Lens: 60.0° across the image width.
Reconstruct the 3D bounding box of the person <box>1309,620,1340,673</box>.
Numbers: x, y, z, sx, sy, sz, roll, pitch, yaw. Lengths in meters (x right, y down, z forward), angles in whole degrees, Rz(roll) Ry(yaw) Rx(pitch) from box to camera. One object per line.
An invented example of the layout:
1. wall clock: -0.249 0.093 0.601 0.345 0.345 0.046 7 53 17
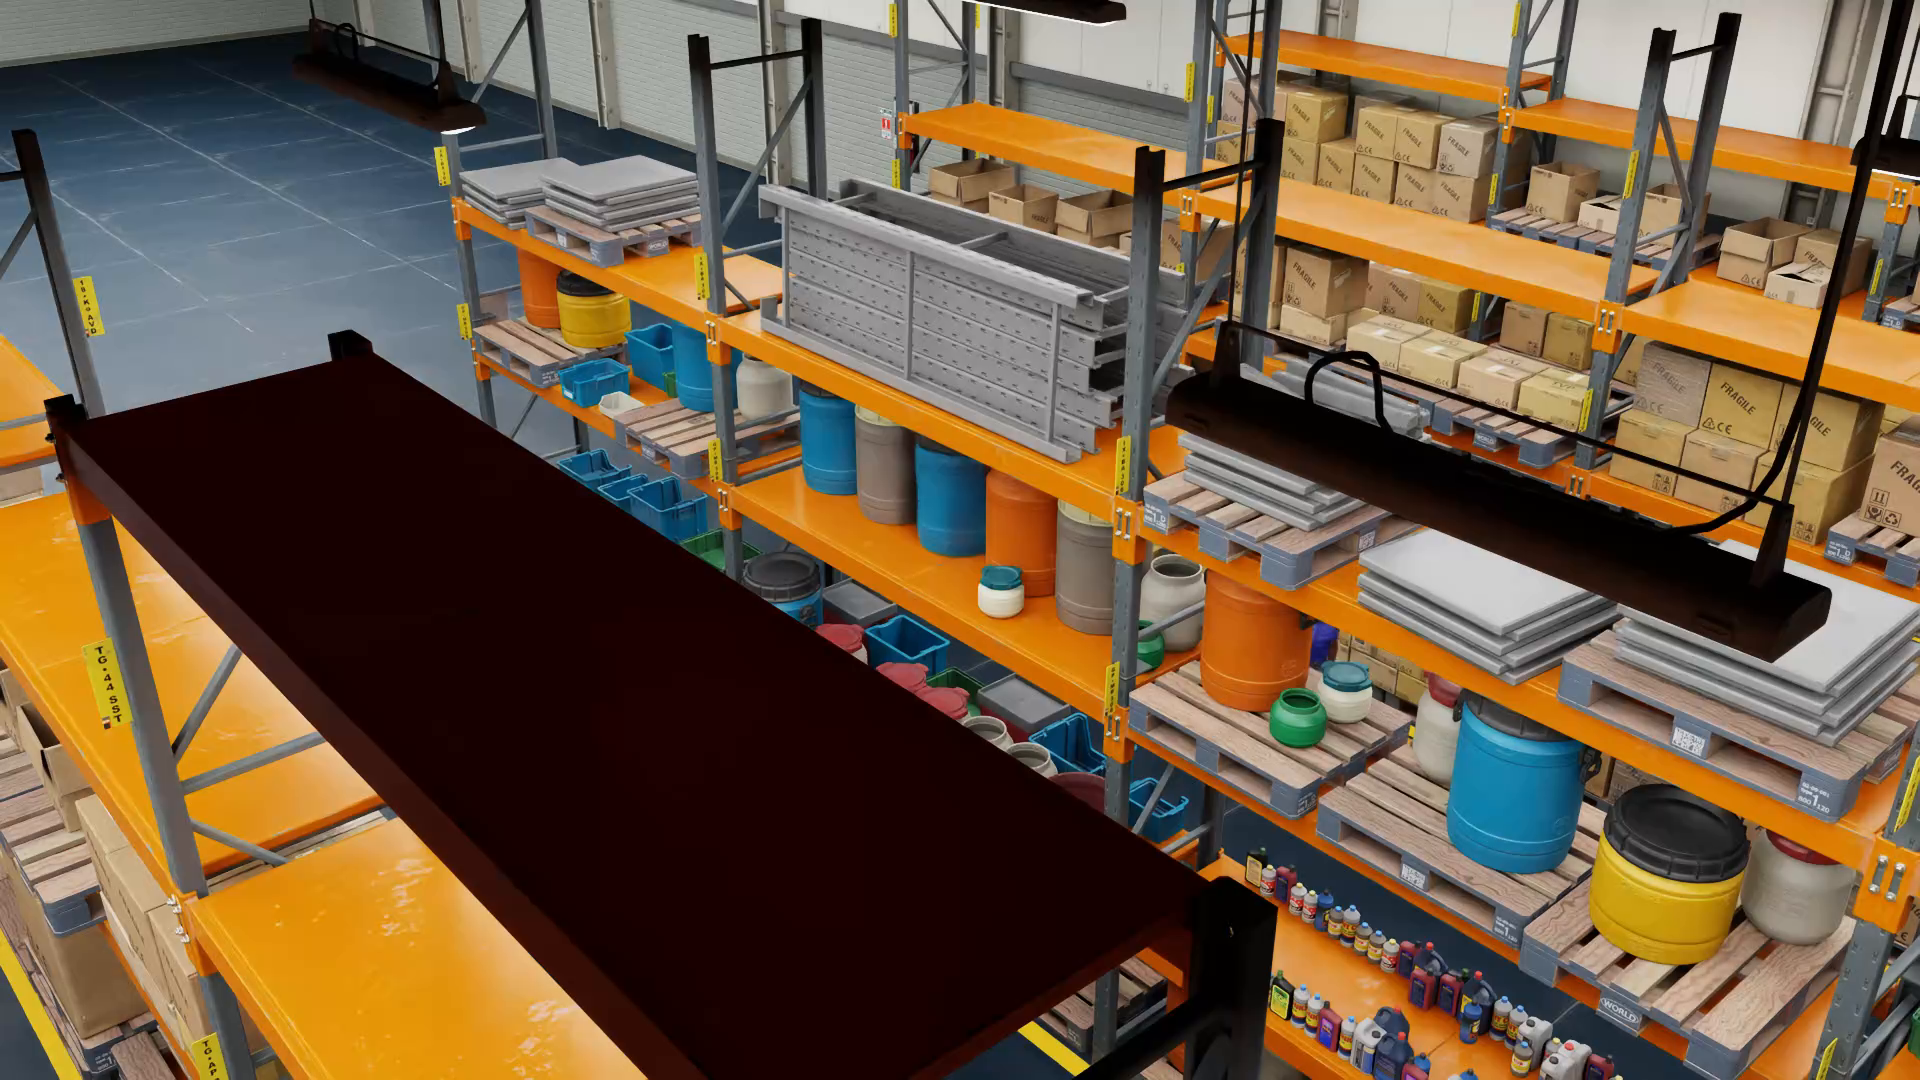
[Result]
1. person: 2.781 1.024 13.379 0.498 1.590 0.468 -11 29 -21
